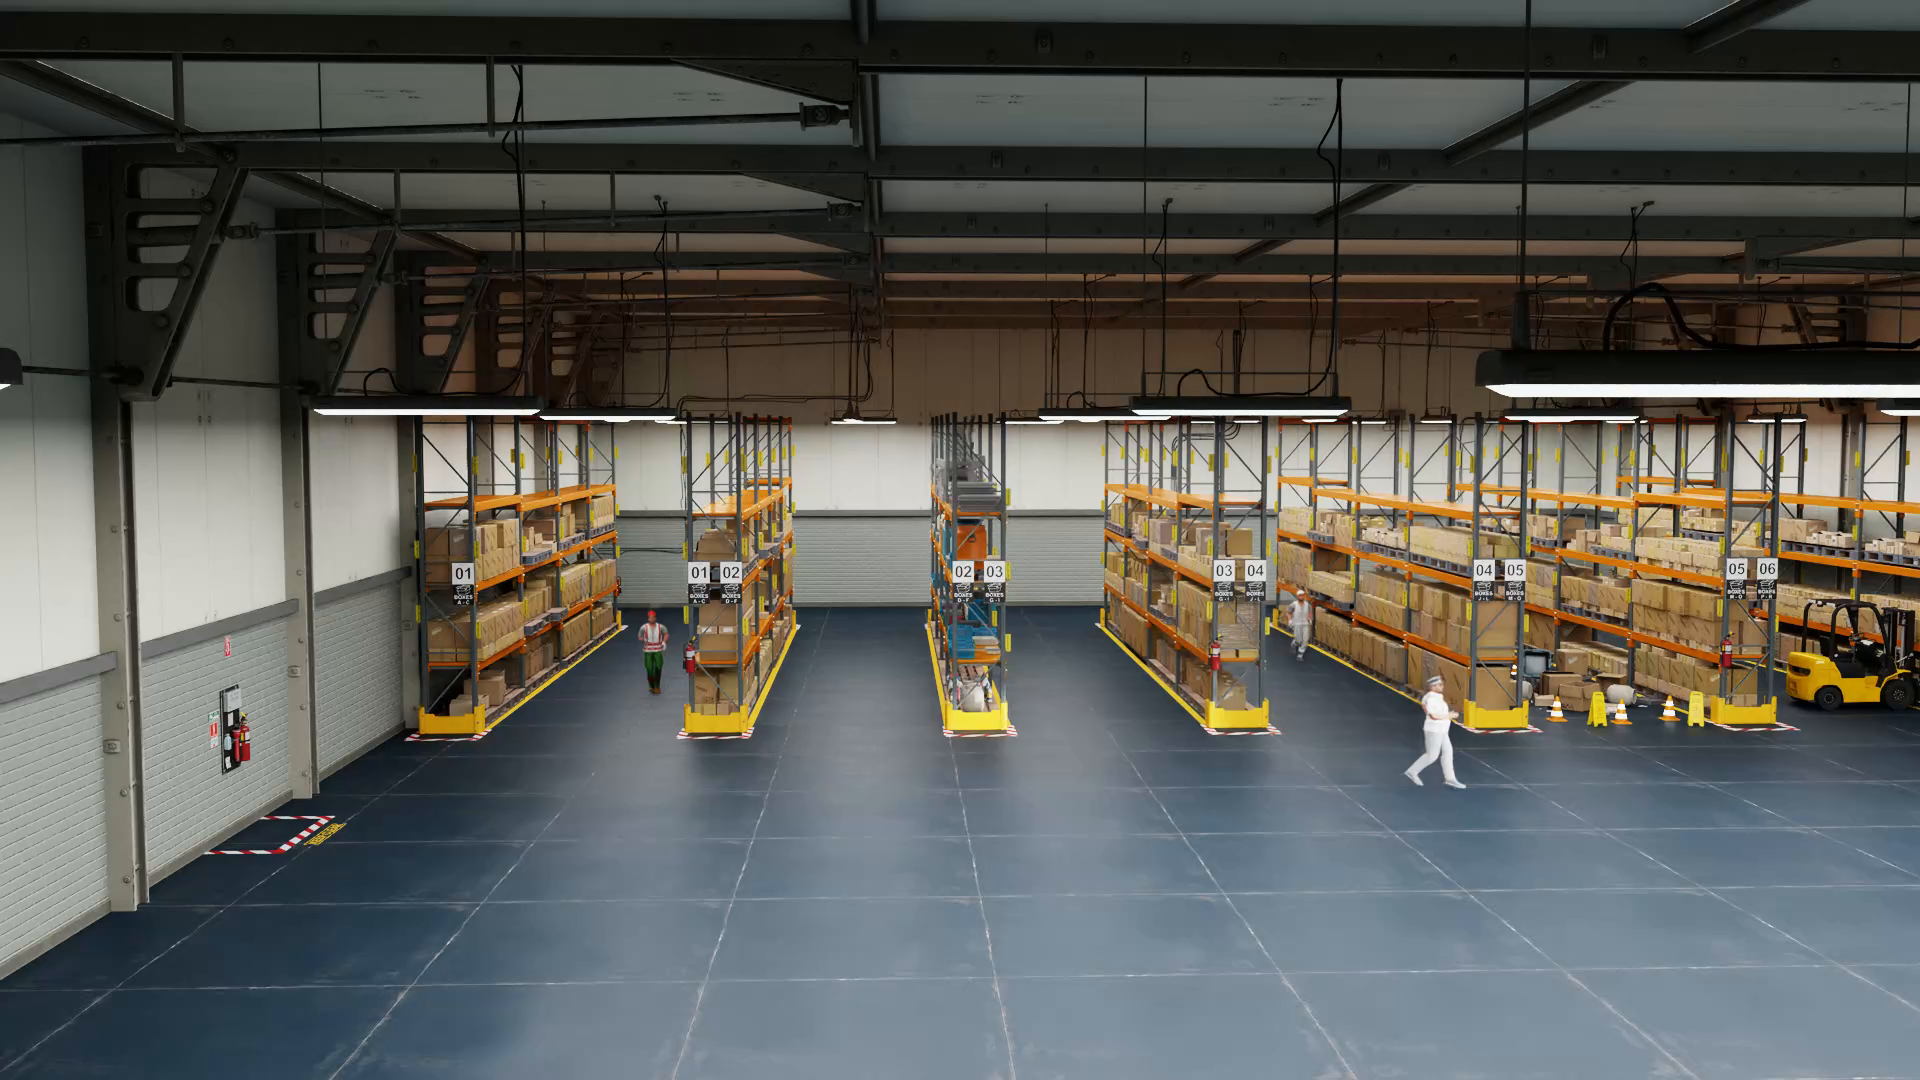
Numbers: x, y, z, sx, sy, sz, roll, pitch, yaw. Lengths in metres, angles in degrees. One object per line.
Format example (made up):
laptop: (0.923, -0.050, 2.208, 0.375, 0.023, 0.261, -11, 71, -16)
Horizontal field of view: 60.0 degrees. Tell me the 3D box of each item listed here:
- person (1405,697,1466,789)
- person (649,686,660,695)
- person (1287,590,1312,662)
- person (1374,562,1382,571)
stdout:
person: (7.539, 3.197, 26.262, 0.885, 1.421, 0.447, 2, 4, 24)
person: (-6.552, 3.154, 35.690, 0.241, 0.318, 0.461, -1, 4, -10)
person: (8.315, 2.090, 40.665, 0.626, 1.738, 0.519, -1, 4, -7)
person: (12.359, 1.066, 49.287, 0.687, 0.844, 0.662, 1, 4, 9)
